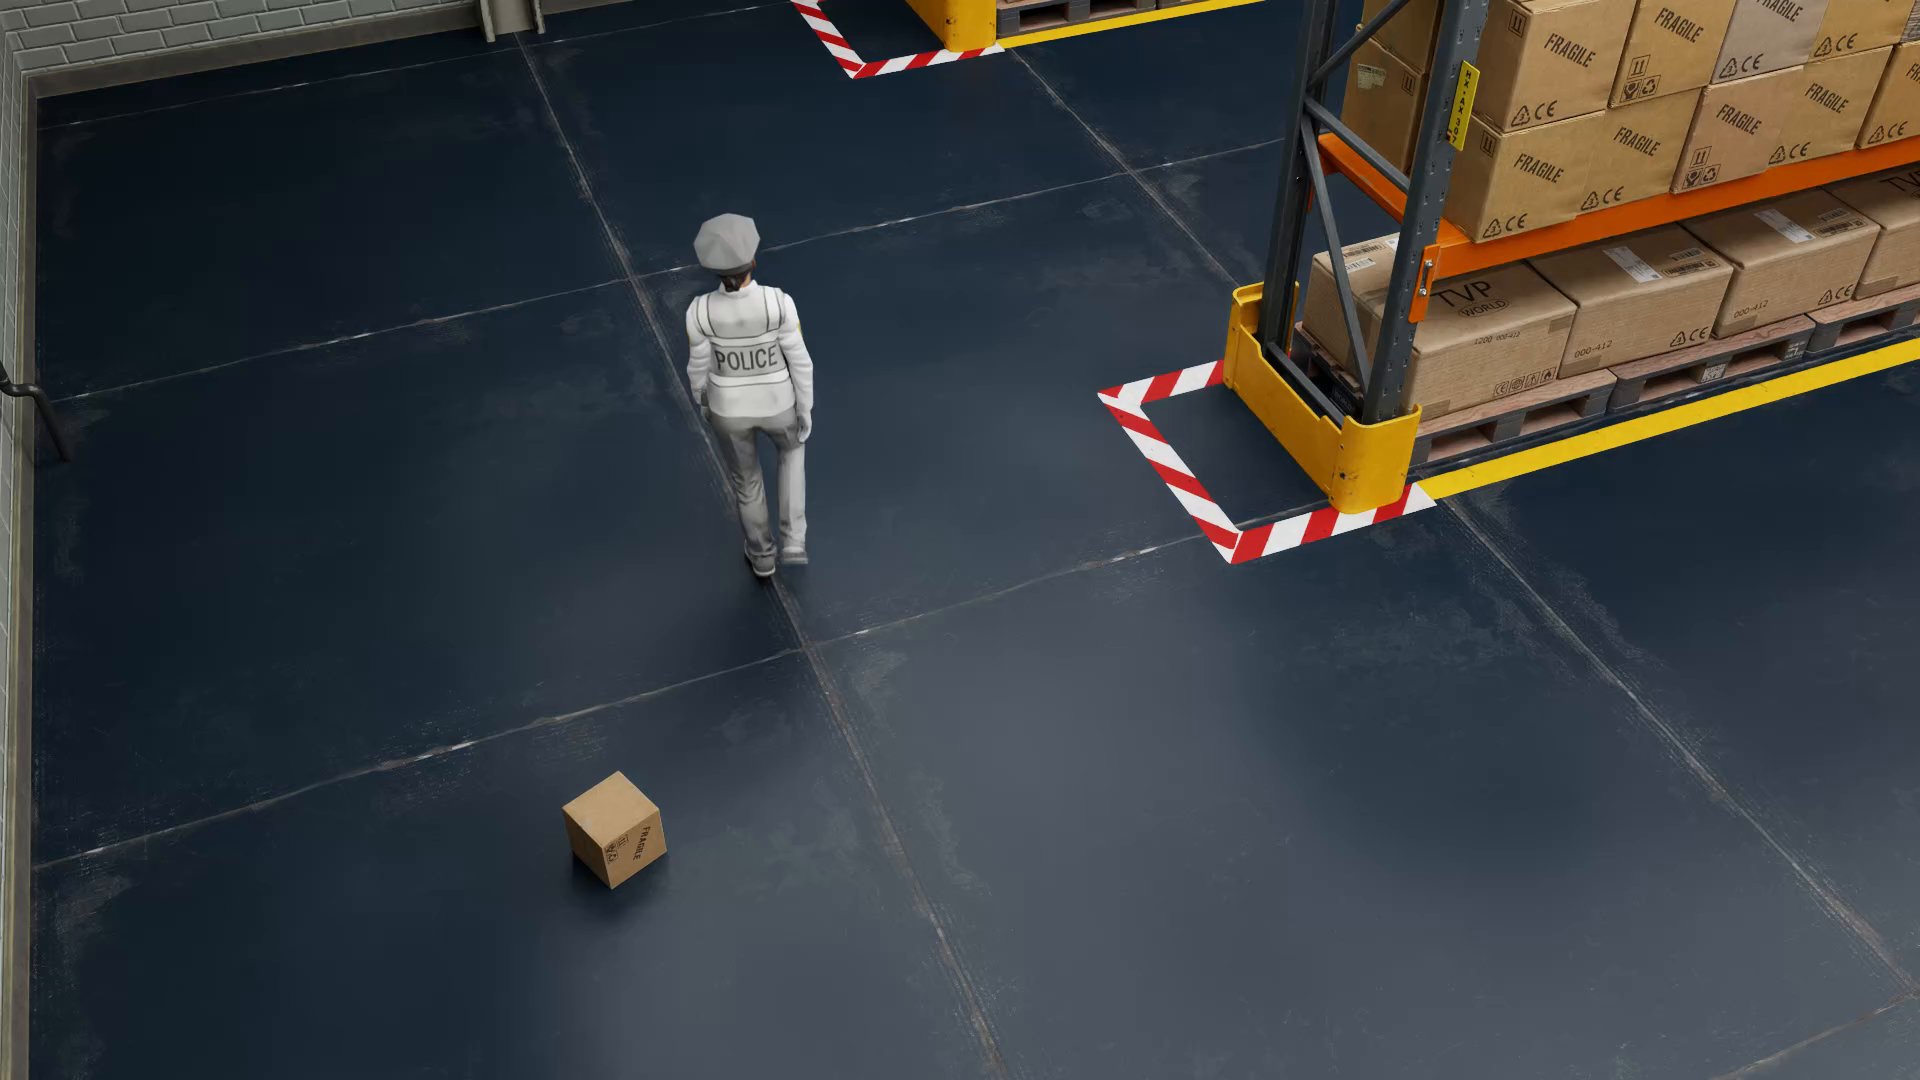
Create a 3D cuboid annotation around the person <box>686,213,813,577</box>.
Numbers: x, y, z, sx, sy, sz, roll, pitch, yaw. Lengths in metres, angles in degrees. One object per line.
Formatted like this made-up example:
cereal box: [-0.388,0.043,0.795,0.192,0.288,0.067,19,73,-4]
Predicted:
person: [-0.832,-0.539,6.703,0.492,1.682,0.435,-7,42,-7]
